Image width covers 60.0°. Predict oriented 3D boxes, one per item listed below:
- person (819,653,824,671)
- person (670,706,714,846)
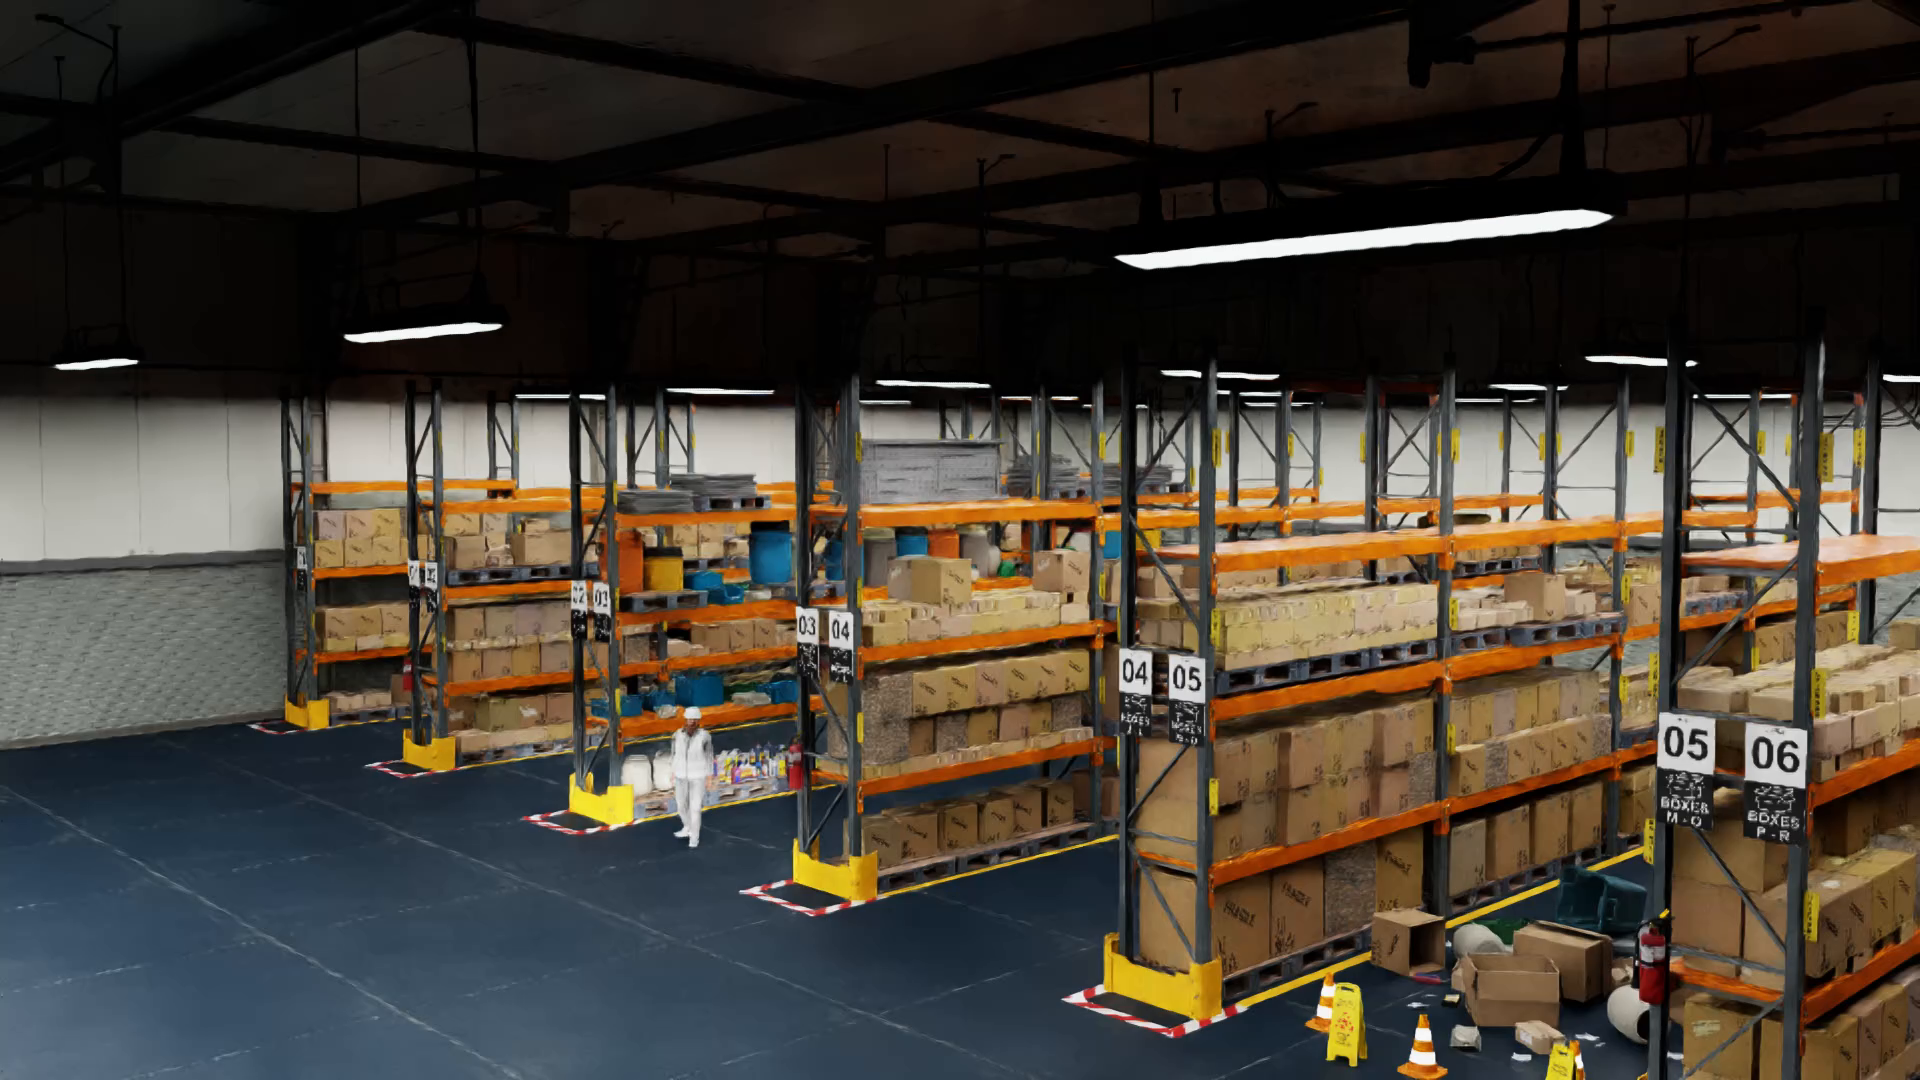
[{"bbox_3d":[-3.142,2.054,35.554,0.546,1.642,1.105,4,5,45],"label":"person"},{"bbox_3d":[-3.377,2.947,20.988,0.575,1.761,0.564,1,4,10],"label":"person"}]
